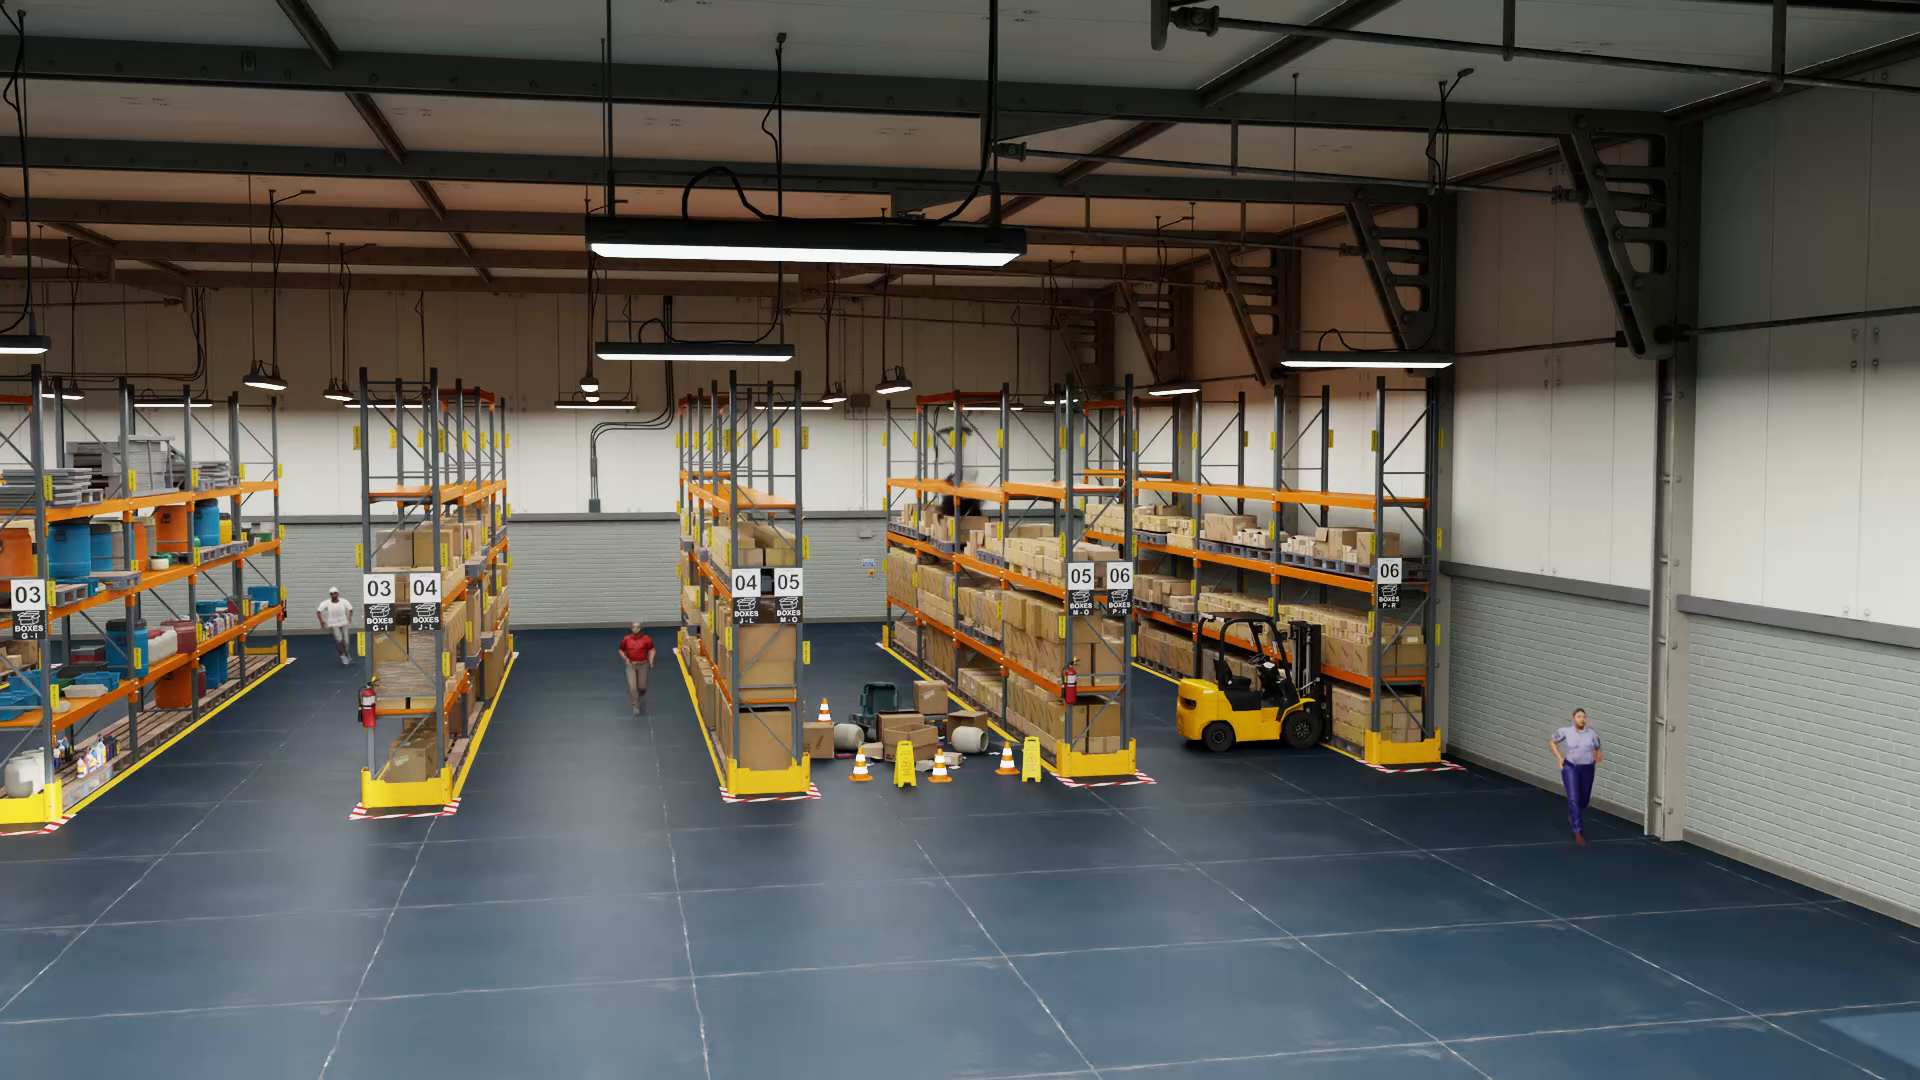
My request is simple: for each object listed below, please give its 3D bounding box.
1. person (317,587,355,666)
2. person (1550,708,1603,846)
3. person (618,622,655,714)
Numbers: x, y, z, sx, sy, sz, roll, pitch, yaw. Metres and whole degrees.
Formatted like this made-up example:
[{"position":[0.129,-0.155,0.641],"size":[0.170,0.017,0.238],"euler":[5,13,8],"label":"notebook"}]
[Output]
[{"position":[-13.929,1.932,37.204],"size":[0.764,1.766,0.675],"euler":[-2,4,-36],"label":"person"},{"position":[7.785,2.942,20.952],"size":[0.608,1.658,0.871],"euler":[0,3,3],"label":"person"},{"position":[-5.958,2.349,30.652],"size":[0.665,1.686,0.578],"euler":[-1,3,-9],"label":"person"}]
